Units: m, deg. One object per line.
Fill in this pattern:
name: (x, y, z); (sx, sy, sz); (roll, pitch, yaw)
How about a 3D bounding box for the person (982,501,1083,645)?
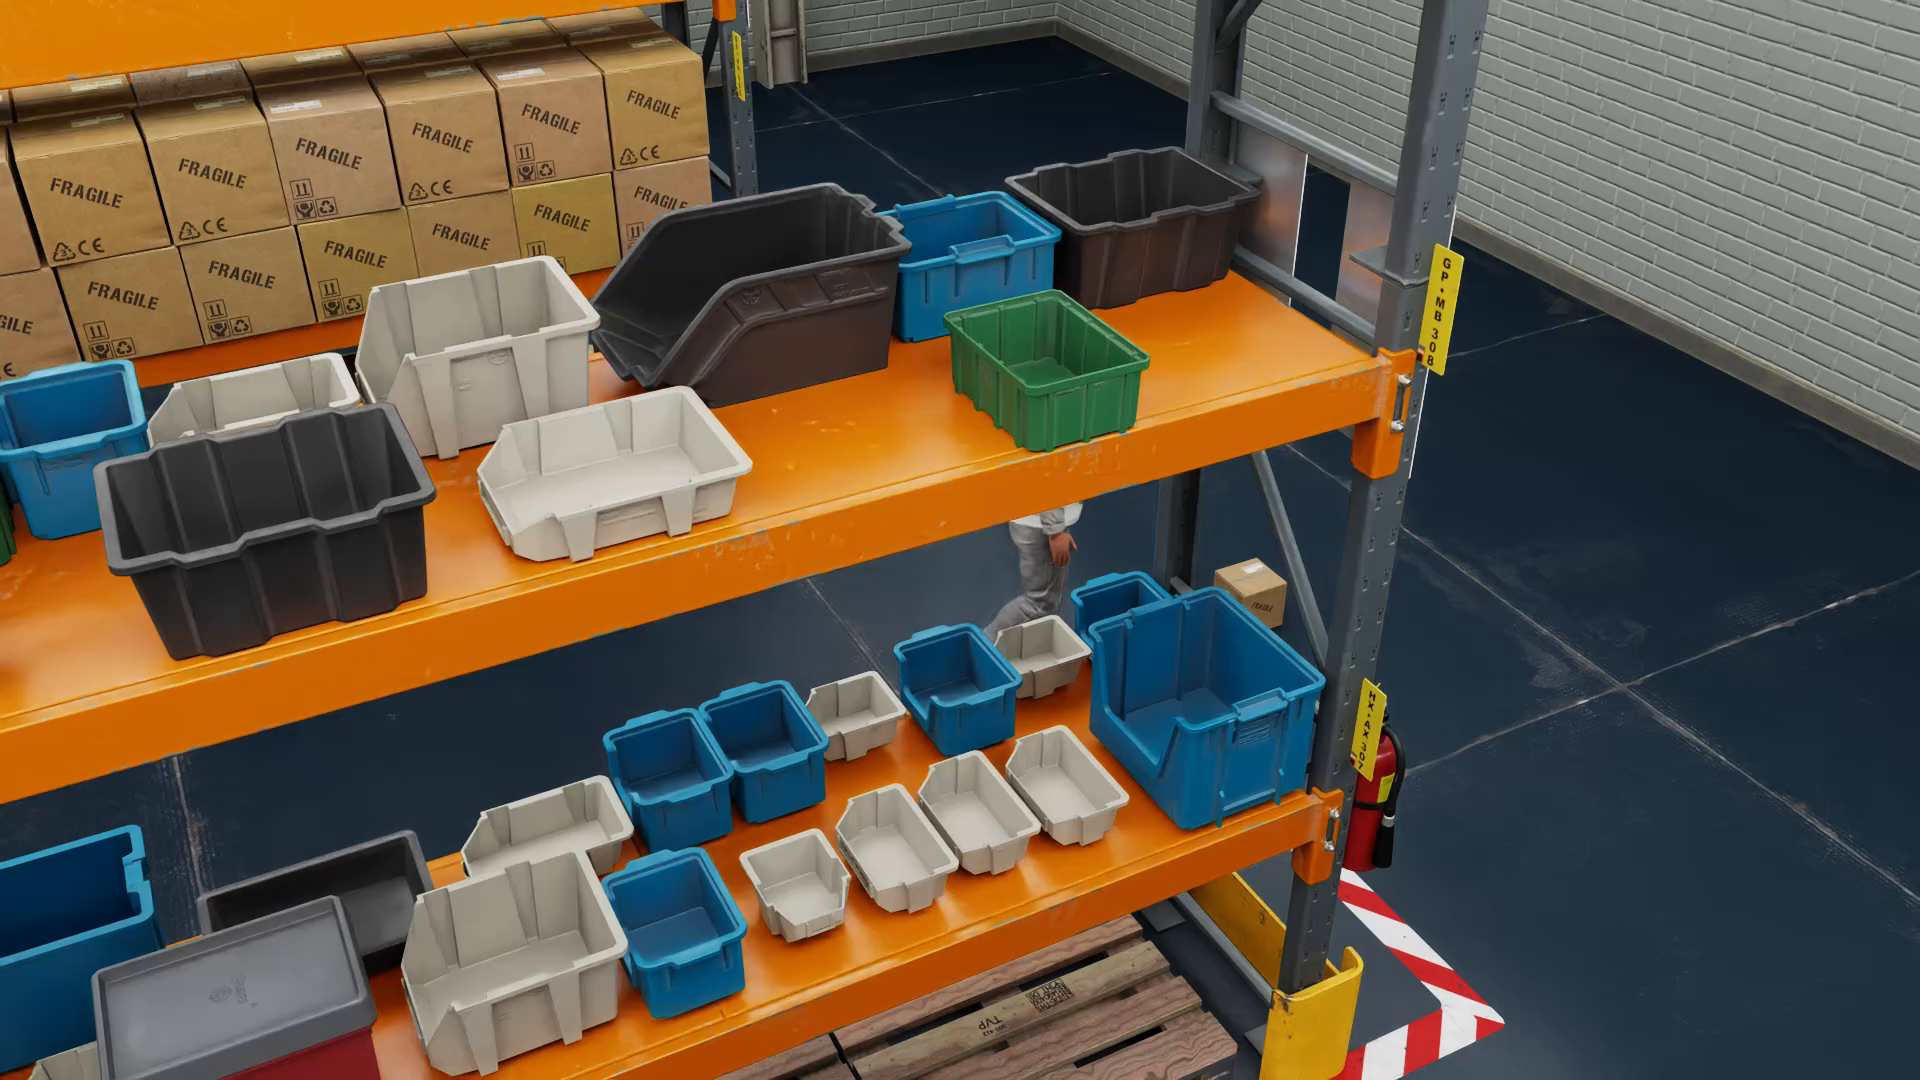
person: (0.312, -0.140, 7.326); (0.596, 1.774, 0.562); (-5, 33, -7)
